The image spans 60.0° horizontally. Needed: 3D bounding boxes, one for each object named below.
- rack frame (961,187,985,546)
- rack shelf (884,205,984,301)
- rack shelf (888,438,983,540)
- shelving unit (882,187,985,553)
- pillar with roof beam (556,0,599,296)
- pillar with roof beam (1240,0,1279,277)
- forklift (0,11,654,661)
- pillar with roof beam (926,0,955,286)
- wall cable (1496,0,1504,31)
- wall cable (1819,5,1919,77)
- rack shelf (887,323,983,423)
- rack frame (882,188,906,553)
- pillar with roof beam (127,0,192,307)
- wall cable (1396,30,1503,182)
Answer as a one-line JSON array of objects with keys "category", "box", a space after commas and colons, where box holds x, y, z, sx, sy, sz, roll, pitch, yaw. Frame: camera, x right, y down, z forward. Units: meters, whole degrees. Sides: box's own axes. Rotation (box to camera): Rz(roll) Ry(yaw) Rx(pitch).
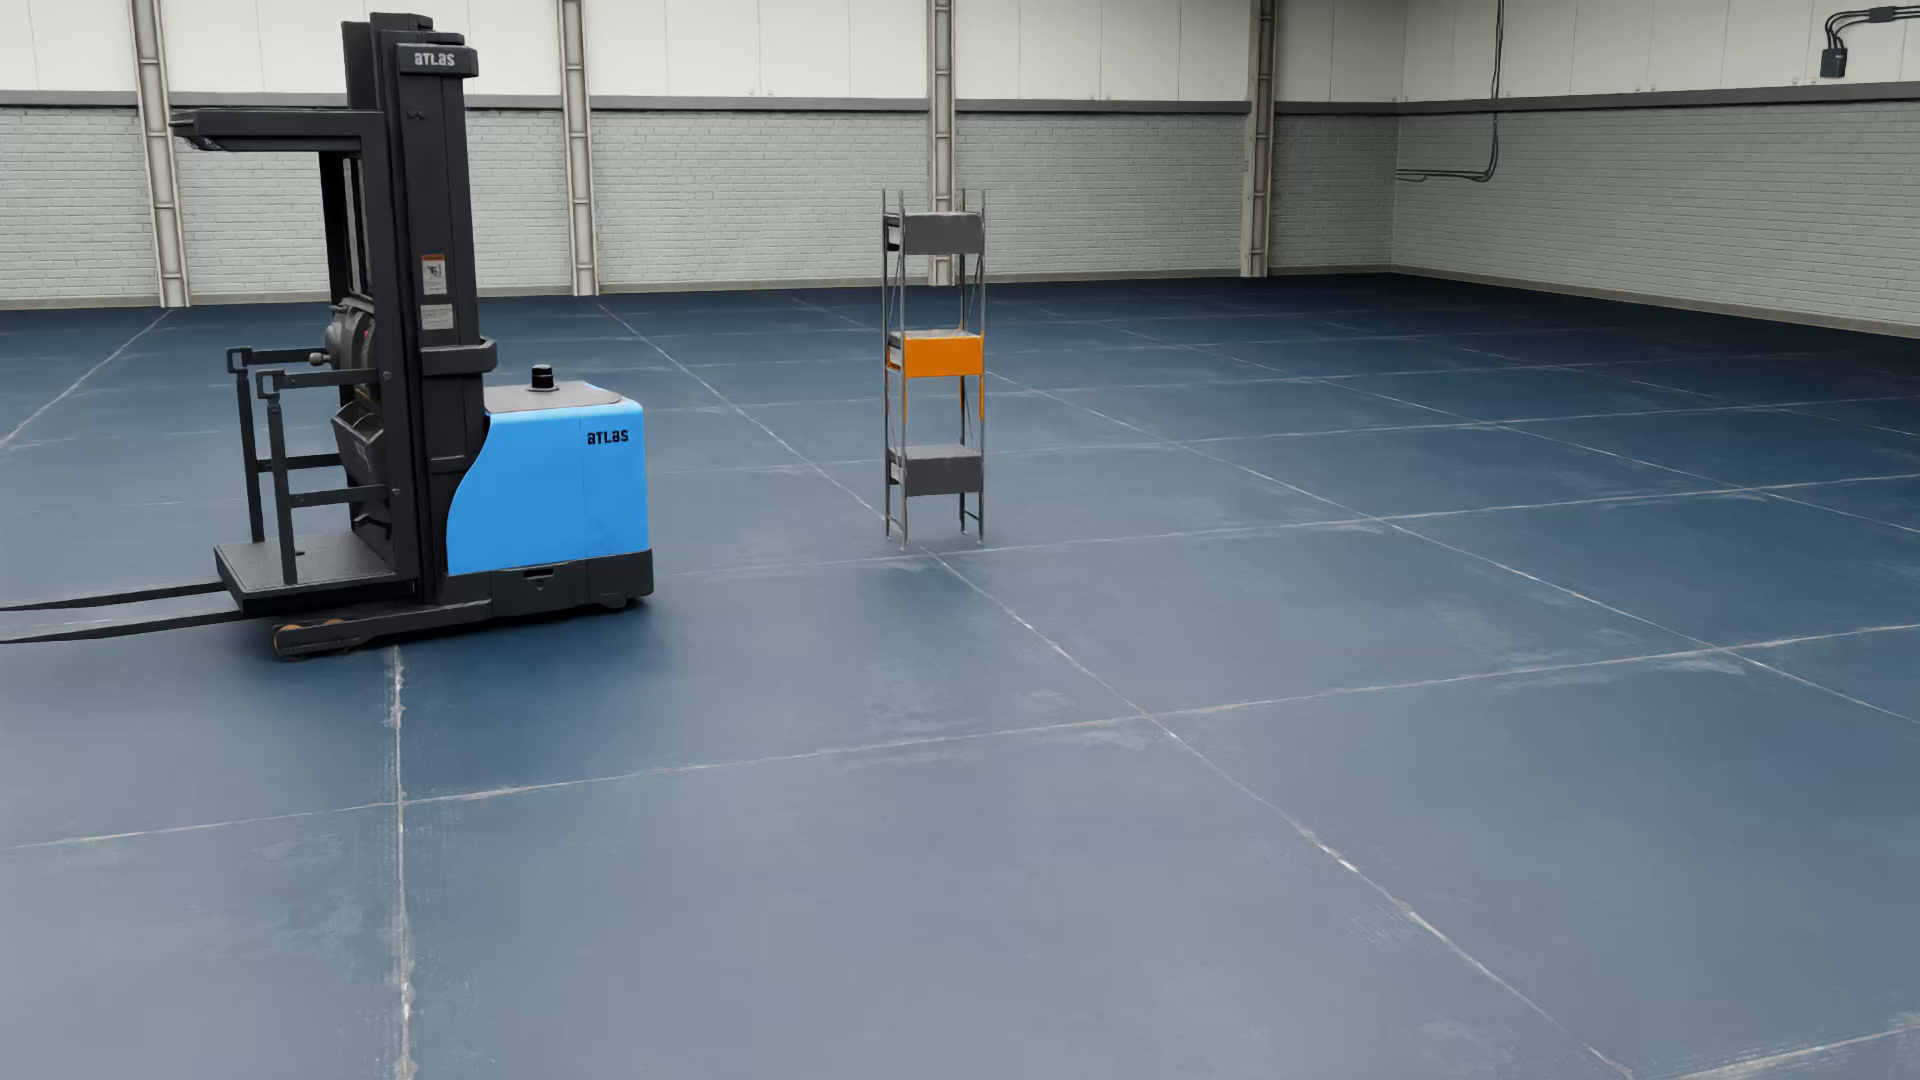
[{"category": "rack frame", "box": [0.074, -1.027, 9.924, 0.015, 2.100, 0.400, -4, 14, -18]}, {"category": "rack shelf", "box": [-0.157, -1.677, 9.690, 0.480, 0.518, 0.431, -4, 14, -18]}, {"category": "rack shelf", "box": [-0.157, -0.315, 10.014, 0.480, 0.518, 0.431, -4, 14, -18]}, {"category": "shelving unit", "box": [-0.157, -1.009, 9.848, 0.503, 2.100, 0.431, -4, 14, -18]}, {"category": "pillar with roof beam", "box": [-4.635, -7.367, 21.670, 0.400, 9.000, 9.100, -4, 14, -18]}, {"category": "pillar with roof beam", "box": [6.738, -8.253, 25.393, 0.400, 9.000, 9.100, -4, 14, -18]}, {"category": "forklift", "box": [-3.132, -1.001, 8.018, 3.031, 2.935, 1.130, -8, 15, -29]}, {"category": "pillar with roof beam", "box": [1.052, -7.810, 23.531, 0.400, 9.000, 9.100, -4, 14, -18]}, {"category": "wall cable", "box": [9.442, -9.478, 26.338, 0.112, 2.526, 3.097, -4, 14, -18]}, {"category": "wall cable", "box": [11.592, -8.696, 19.905, 0.169, 6.003, 2.305, -4, 14, -18]}, {"category": "rack shelf", "box": [-0.157, -0.996, 9.852, 0.480, 0.518, 0.431, -4, 14, -18]}, {"category": "rack frame", "box": [-0.388, -0.991, 9.773, 0.015, 2.100, 0.400, -4, 14, -18]}, {"category": "pillar with roof beam", "box": [-10.322, -6.925, 19.808, 0.400, 9.000, 9.100, -4, 14, -18]}, {"category": "wall cable", "box": [8.579, -7.614, 29.417, 0.112, 2.526, 3.097, -4, 14, -18]}]
